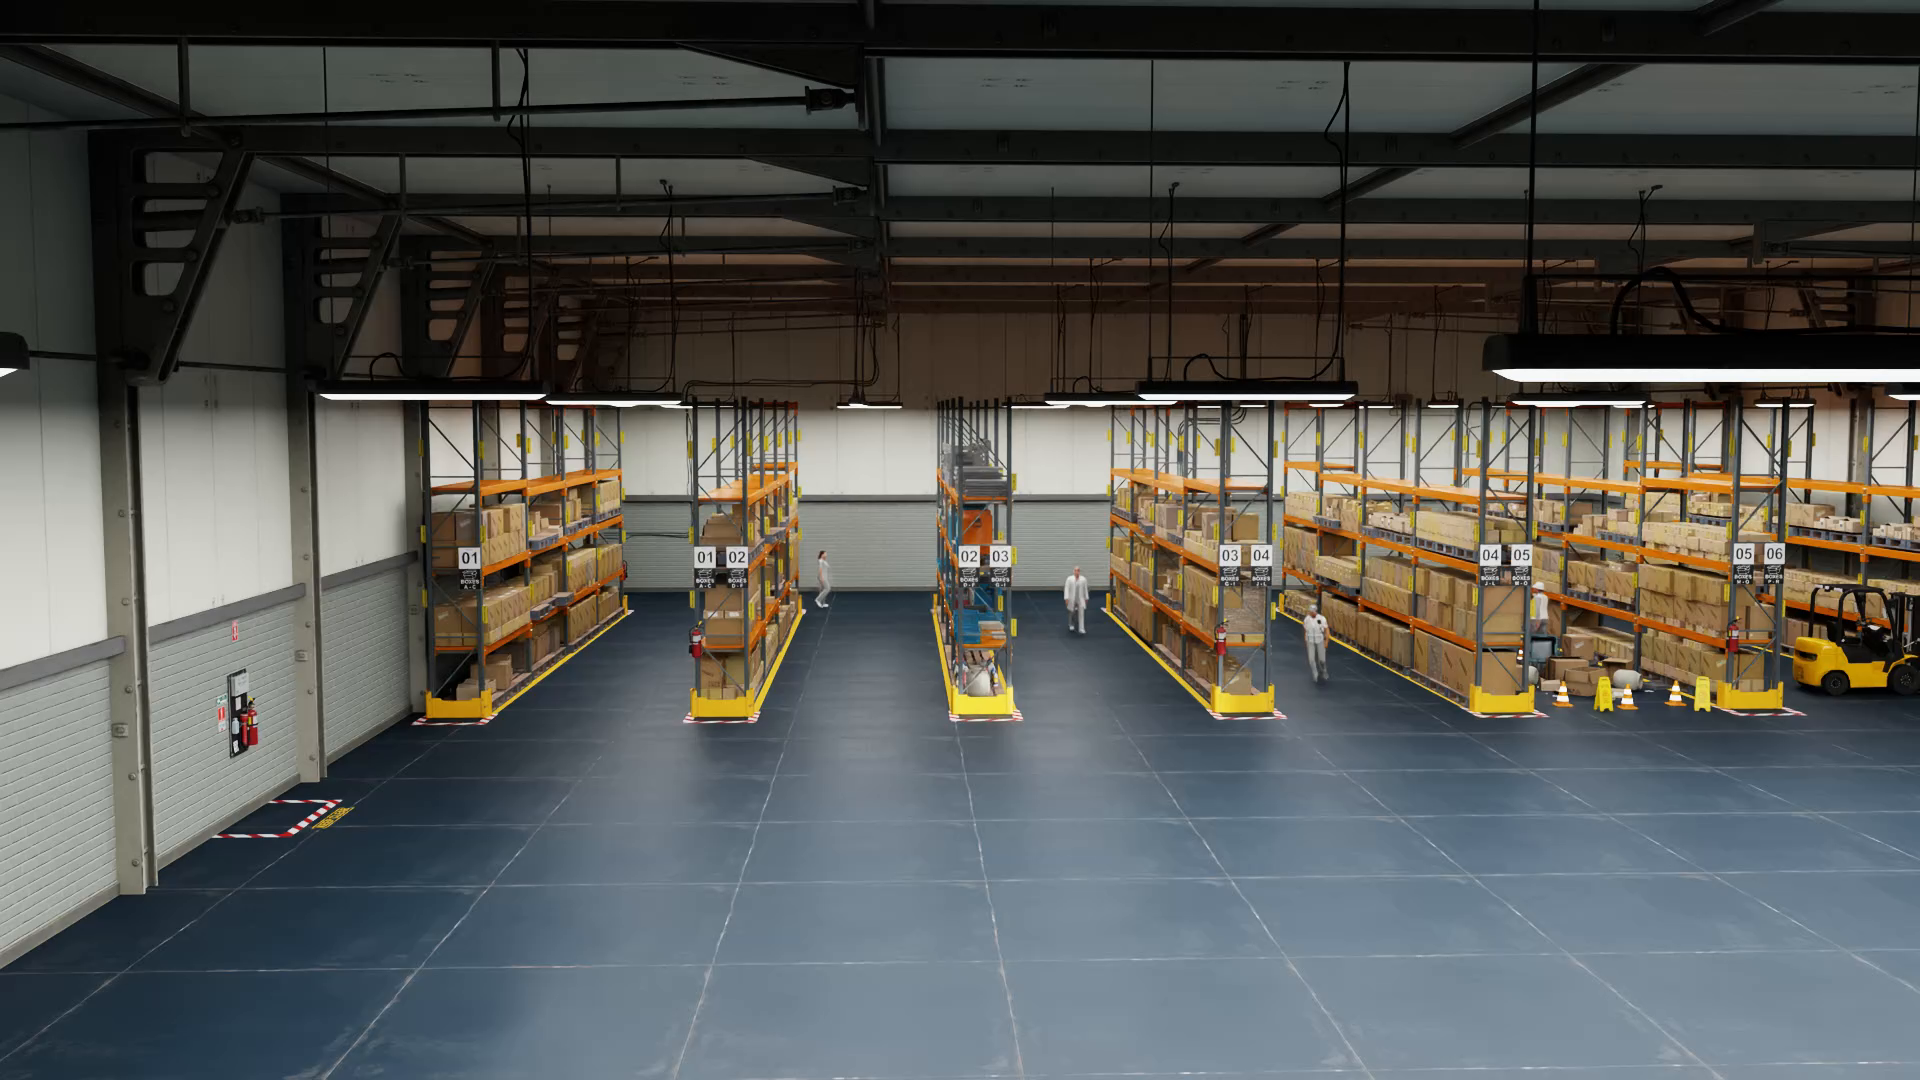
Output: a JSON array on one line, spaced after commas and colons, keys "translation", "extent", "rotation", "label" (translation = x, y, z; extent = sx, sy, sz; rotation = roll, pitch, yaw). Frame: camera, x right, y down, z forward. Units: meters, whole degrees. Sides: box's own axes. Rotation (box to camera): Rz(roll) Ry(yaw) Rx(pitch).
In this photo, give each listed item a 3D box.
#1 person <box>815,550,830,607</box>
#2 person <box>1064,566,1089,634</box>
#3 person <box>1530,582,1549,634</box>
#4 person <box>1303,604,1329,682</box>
[{"translation": [-4.012, 1.126, 48.526], "extent": [0.453, 1.667, 0.471], "rotation": [-1, 4, -7], "label": "person"}, {"translation": [3.012, 1.540, 42.843], "extent": [0.676, 1.715, 1.154], "rotation": [0, 4, -5], "label": "person"}, {"translation": [13.469, 1.878, 38.621], "extent": [0.512, 1.801, 0.701], "rotation": [-1, 5, -16], "label": "person"}, {"translation": [7.576, 2.178, 35.392], "extent": [0.552, 1.647, 0.552], "rotation": [2, 5, 22], "label": "person"}]
